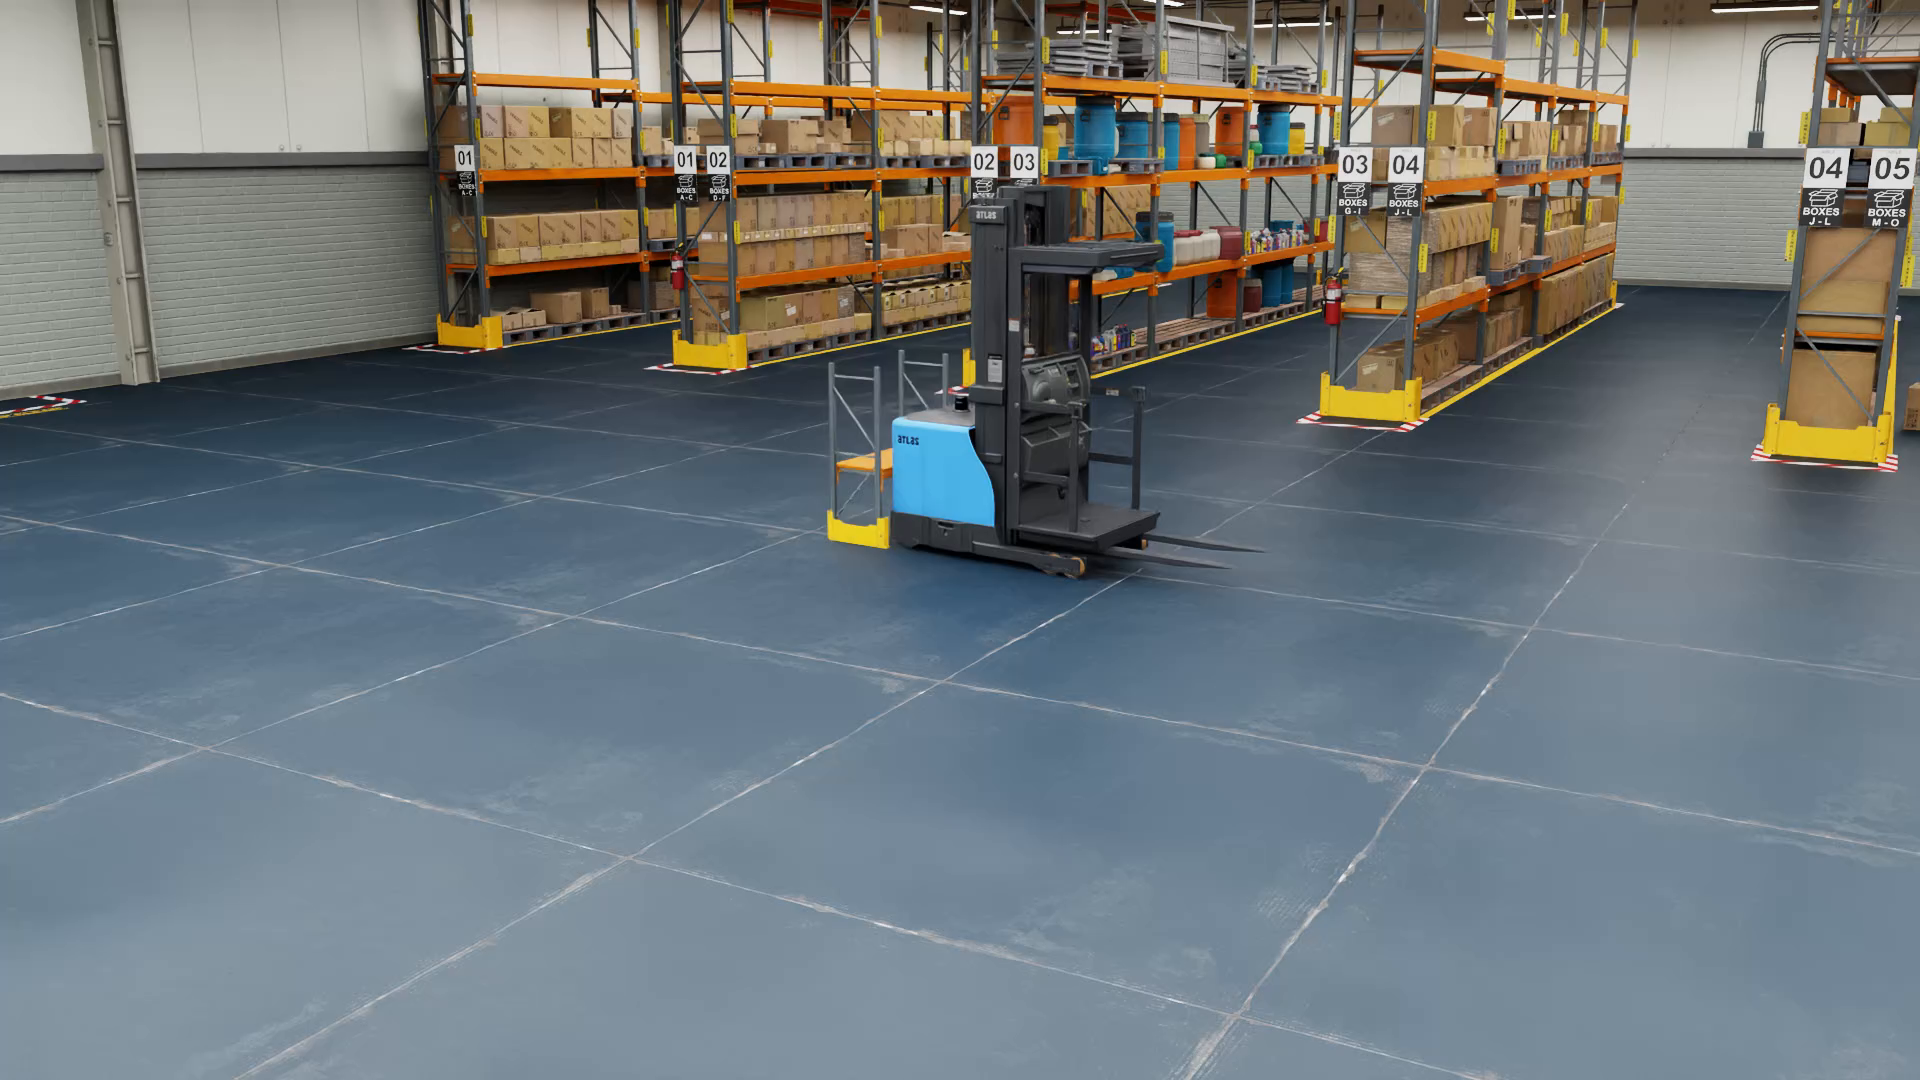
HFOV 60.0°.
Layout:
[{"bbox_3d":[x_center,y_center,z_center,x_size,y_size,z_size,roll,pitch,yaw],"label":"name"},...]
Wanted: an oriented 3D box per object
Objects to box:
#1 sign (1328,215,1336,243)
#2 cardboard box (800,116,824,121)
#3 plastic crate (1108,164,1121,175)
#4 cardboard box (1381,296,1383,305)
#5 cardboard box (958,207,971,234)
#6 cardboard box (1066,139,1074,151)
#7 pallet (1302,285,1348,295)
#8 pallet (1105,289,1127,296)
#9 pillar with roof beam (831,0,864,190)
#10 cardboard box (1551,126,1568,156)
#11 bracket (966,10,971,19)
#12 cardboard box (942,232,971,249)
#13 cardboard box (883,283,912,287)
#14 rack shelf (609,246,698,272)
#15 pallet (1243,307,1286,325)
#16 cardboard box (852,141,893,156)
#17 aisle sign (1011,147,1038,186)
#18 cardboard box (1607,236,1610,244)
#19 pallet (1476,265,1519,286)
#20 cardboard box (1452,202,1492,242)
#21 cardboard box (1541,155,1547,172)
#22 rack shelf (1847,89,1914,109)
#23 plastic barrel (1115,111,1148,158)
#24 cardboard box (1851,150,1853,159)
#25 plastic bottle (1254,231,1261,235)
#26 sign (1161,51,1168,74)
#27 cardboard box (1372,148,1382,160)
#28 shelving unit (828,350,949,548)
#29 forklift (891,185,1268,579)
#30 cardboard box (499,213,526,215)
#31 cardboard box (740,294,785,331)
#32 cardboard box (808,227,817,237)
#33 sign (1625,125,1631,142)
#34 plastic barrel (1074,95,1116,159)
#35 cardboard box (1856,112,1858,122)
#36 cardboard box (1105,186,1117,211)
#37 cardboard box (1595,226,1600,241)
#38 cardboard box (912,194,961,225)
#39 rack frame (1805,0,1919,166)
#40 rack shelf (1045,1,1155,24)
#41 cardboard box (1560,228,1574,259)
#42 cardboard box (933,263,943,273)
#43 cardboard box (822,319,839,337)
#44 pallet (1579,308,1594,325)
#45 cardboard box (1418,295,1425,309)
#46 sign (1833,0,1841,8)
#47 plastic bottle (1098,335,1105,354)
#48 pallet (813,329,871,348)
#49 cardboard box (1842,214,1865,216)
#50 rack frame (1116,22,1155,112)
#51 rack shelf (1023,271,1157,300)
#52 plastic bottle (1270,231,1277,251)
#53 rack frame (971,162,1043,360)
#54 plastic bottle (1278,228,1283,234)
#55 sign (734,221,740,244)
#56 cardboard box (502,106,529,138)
[{"bbox_3d":[4.474,-3.730,19.962,0.100,0.325,0.005,7,15,28],"label":"sign"},{"bbox_3d":[-3.051,-8.897,35.386,0.500,0.250,0.500,7,15,26],"label":"cardboard box"},{"bbox_3d":[2.126,-5.284,23.712,0.243,0.136,0.396,7,15,28],"label":"plastic crate"},{"bbox_3d":[5.028,-2.958,20.438,0.380,0.149,0.250,7,15,28],"label":"cardboard box"},{"bbox_3d":[0.353,-6.106,31.852,0.700,0.500,0.500,2,14,9],"label":"cardboard box"},{"bbox_3d":[2.533,-8.232,34.632,0.500,0.250,0.500,7,15,28],"label":"cardboard box"},{"bbox_3d":[7.916,-5.270,35.444,1.003,0.211,1.213,7,15,28],"label":"pallet"},{"bbox_3d":[3.002,-5.568,36.681,1.003,0.211,1.213,7,15,28],"label":"pallet"},{"bbox_3d":[1.092,-9.763,35.329,9.100,9.000,0.548,7,15,28],"label":"pillar with roof beam"},{"bbox_3d":[9.786,-6.722,28.001,0.797,0.503,0.637,7,15,27],"label":"cardboard box"},{"bbox_3d":[0.334,-13.106,41.516,0.235,0.232,0.430,7,15,28],"label":"bracket"},{"bbox_3d":[-0.067,-5.598,31.045,0.500,0.311,0.500,9,16,32],"label":"cardboard box"},{"bbox_3d":[-1.106,-4.459,29.902,0.500,0.311,0.500,7,15,27],"label":"cardboard box"},{"bbox_3d":[-5.158,-5.512,32.031,1.077,0.370,4.000,7,15,28],"label":"rack shelf"},{"bbox_3d":[5.417,-4.210,31.044,1.003,0.211,1.213,7,15,28],"label":"pallet"},{"bbox_3d":[-1.480,-6.606,28.056,0.500,0.250,0.500,9,16,34],"label":"cardboard box"},{"bbox_3d":[0.836,-4.724,21.681,0.394,0.787,0.004,7,15,28],"label":"aisle sign"},{"bbox_3d":[12.432,-5.841,32.397,0.380,0.149,0.250,8,16,29],"label":"cardboard box"},{"bbox_3d":[7.380,-3.815,23.866,1.003,0.211,1.213,7,15,28],"label":"pallet"},{"bbox_3d":[6.907,-4.323,22.585,0.500,0.500,0.500,7,15,28],"label":"cardboard box"},{"bbox_3d":[8.802,-5.848,25.811,0.500,0.250,0.500,7,15,28],"label":"cardboard box"},{"bbox_3d":[14.077,-6.788,25.378,1.077,0.370,4.000,7,15,28],"label":"rack shelf"},{"bbox_3d":[2.604,-6.160,25.713,0.600,0.901,0.708,7,15,28],"label":"plastic barrel"},{"bbox_3d":[10.458,-4.633,19.878,0.380,0.149,0.250,7,15,28],"label":"cardboard box"},{"bbox_3d":[5.681,-5.783,31.885,0.152,0.276,0.135,7,15,28],"label":"plastic bottle"},{"bbox_3d":[3.024,-7.079,24.642,0.100,0.325,0.005,7,15,28],"label":"sign"},{"bbox_3d":[4.811,-4.618,19.859,0.380,0.149,0.250,7,15,28],"label":"cardboard box"},{"bbox_3d":[-0.585,-0.802,14.161,0.587,1.500,1.083,9,16,32],"label":"shelving unit"},{"bbox_3d":[0.931,-1.268,13.038,3.031,2.935,1.130,9,16,34],"label":"forklift"},{"bbox_3d":[-7.519,-5.261,28.135,0.500,0.500,0.500,7,15,27],"label":"cardboard box"},{"bbox_3d":[-3.026,-3.490,25.479,0.500,0.500,0.500,7,15,28],"label":"cardboard box"},{"bbox_3d":[-2.471,-4.859,26.193,0.380,0.149,0.250,8,16,30],"label":"cardboard box"},{"bbox_3d":[13.153,-8.015,32.760,0.100,0.325,0.005,7,15,28],"label":"sign"},{"bbox_3d":[1.973,-6.043,24.332,0.600,0.901,0.708,7,15,28],"label":"plastic barrel"},{"bbox_3d":[10.458,-5.021,19.785,0.380,0.149,0.250,7,15,28],"label":"cardboard box"},{"bbox_3d":[3.053,-7.343,35.744,0.500,0.500,0.500,7,15,26],"label":"cardboard box"},{"bbox_3d":[11.697,-5.756,31.193,0.500,0.250,0.500,8,16,29],"label":"cardboard box"},{"bbox_3d":[-0.562,-7.953,39.983,0.980,0.700,0.700,8,16,31],"label":"cardboard box"},{"bbox_3d":[9.243,-5.281,16.737,1.000,3.000,0.127,7,15,28],"label":"rack frame"},{"bbox_3d":[3.048,-11.125,35.422,1.077,0.370,4.000,7,15,28],"label":"rack shelf"},{"bbox_3d":[10.272,-5.122,28.665,0.500,0.500,0.500,7,15,27],"label":"cardboard box"},{"bbox_3d":[-0.816,-6.645,39.632,0.700,0.500,0.500,7,15,28],"label":"cardboard box"},{"bbox_3d":[-2.299,-3.433,26.842,0.500,0.250,0.500,7,15,28],"label":"cardboard box"},{"bbox_3d":[11.187,-4.200,31.006,1.003,0.211,1.213,7,15,28],"label":"pallet"},{"bbox_3d":[5.434,-2.905,20.221,0.380,0.149,0.250,7,15,28],"label":"cardboard box"},{"bbox_3d":[10.696,-6.653,20.267,0.100,0.325,0.005,7,15,28],"label":"sign"},{"bbox_3d":[2.075,-2.865,24.399,0.097,0.271,0.097,0,14,0],"label":"plastic bottle"},{"bbox_3d":[-2.208,-3.377,27.589,1.003,0.211,1.213,7,15,28],"label":"pallet"},{"bbox_3d":[10.968,-3.711,20.402,0.875,0.550,0.550,7,15,28],"label":"cardboard box"},{"bbox_3d":[4.014,-10.269,37.429,1.000,3.000,0.127,7,15,28],"label":"rack frame"},{"bbox_3d":[1.581,-3.569,23.971,1.077,0.370,4.000,7,15,28],"label":"rack shelf"},{"bbox_3d":[5.725,-5.494,30.529,0.144,0.351,0.185,7,15,28],"label":"plastic bottle"},{"bbox_3d":[0.614,-3.508,22.185,1.000,3.000,0.127,7,15,28],"label":"rack frame"},{"bbox_3d":[6.042,-5.699,31.377,0.144,0.351,0.185,7,15,28],"label":"plastic bottle"},{"bbox_3d":[-3.237,-4.465,24.139,0.100,0.325,0.005,7,15,28],"label":"sign"},{"bbox_3d":[-7.373,-6.782,26.975,0.500,0.500,0.500,7,15,27],"label":"cardboard box"}]
